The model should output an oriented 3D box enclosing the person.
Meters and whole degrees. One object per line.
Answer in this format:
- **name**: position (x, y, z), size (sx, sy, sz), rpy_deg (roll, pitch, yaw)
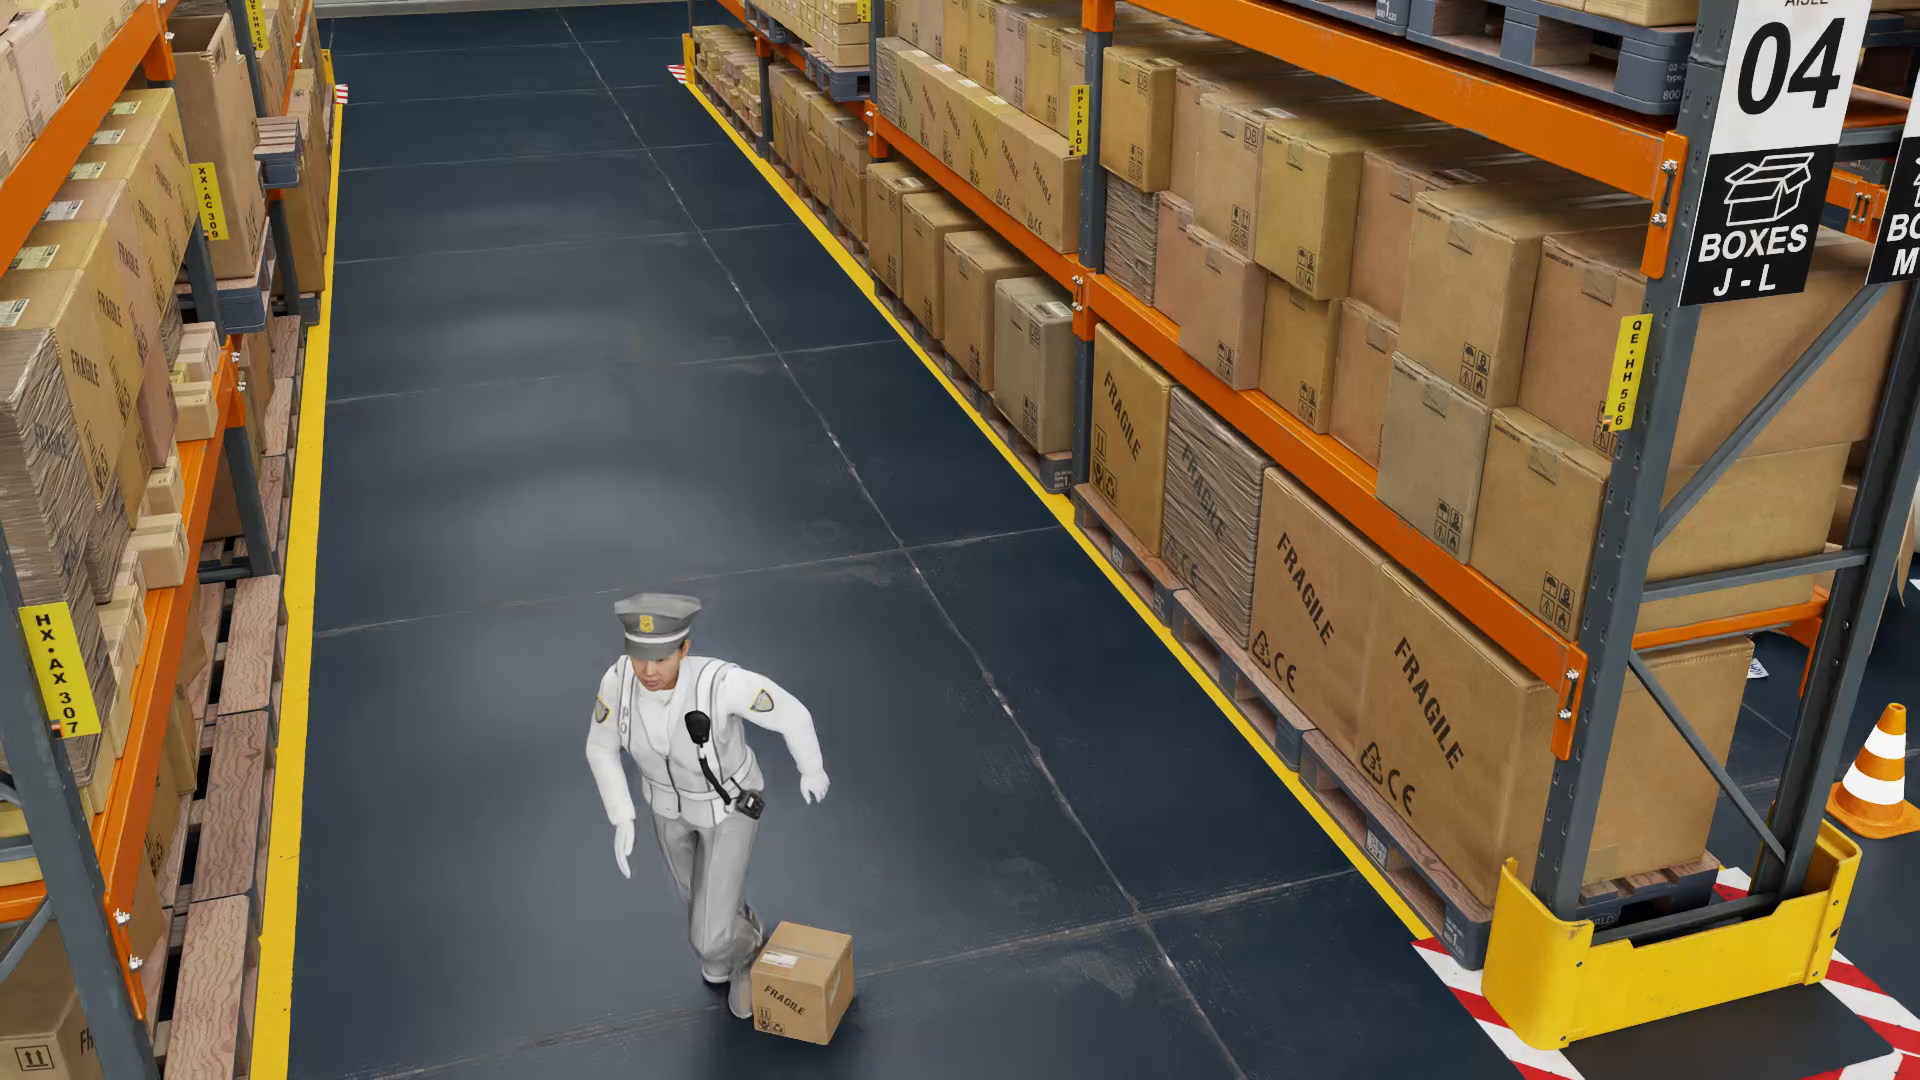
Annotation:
- **person**: position (-0.763, 0.803, 5.069), size (0.627, 1.606, 0.690), rpy_deg (10, 28, 20)
